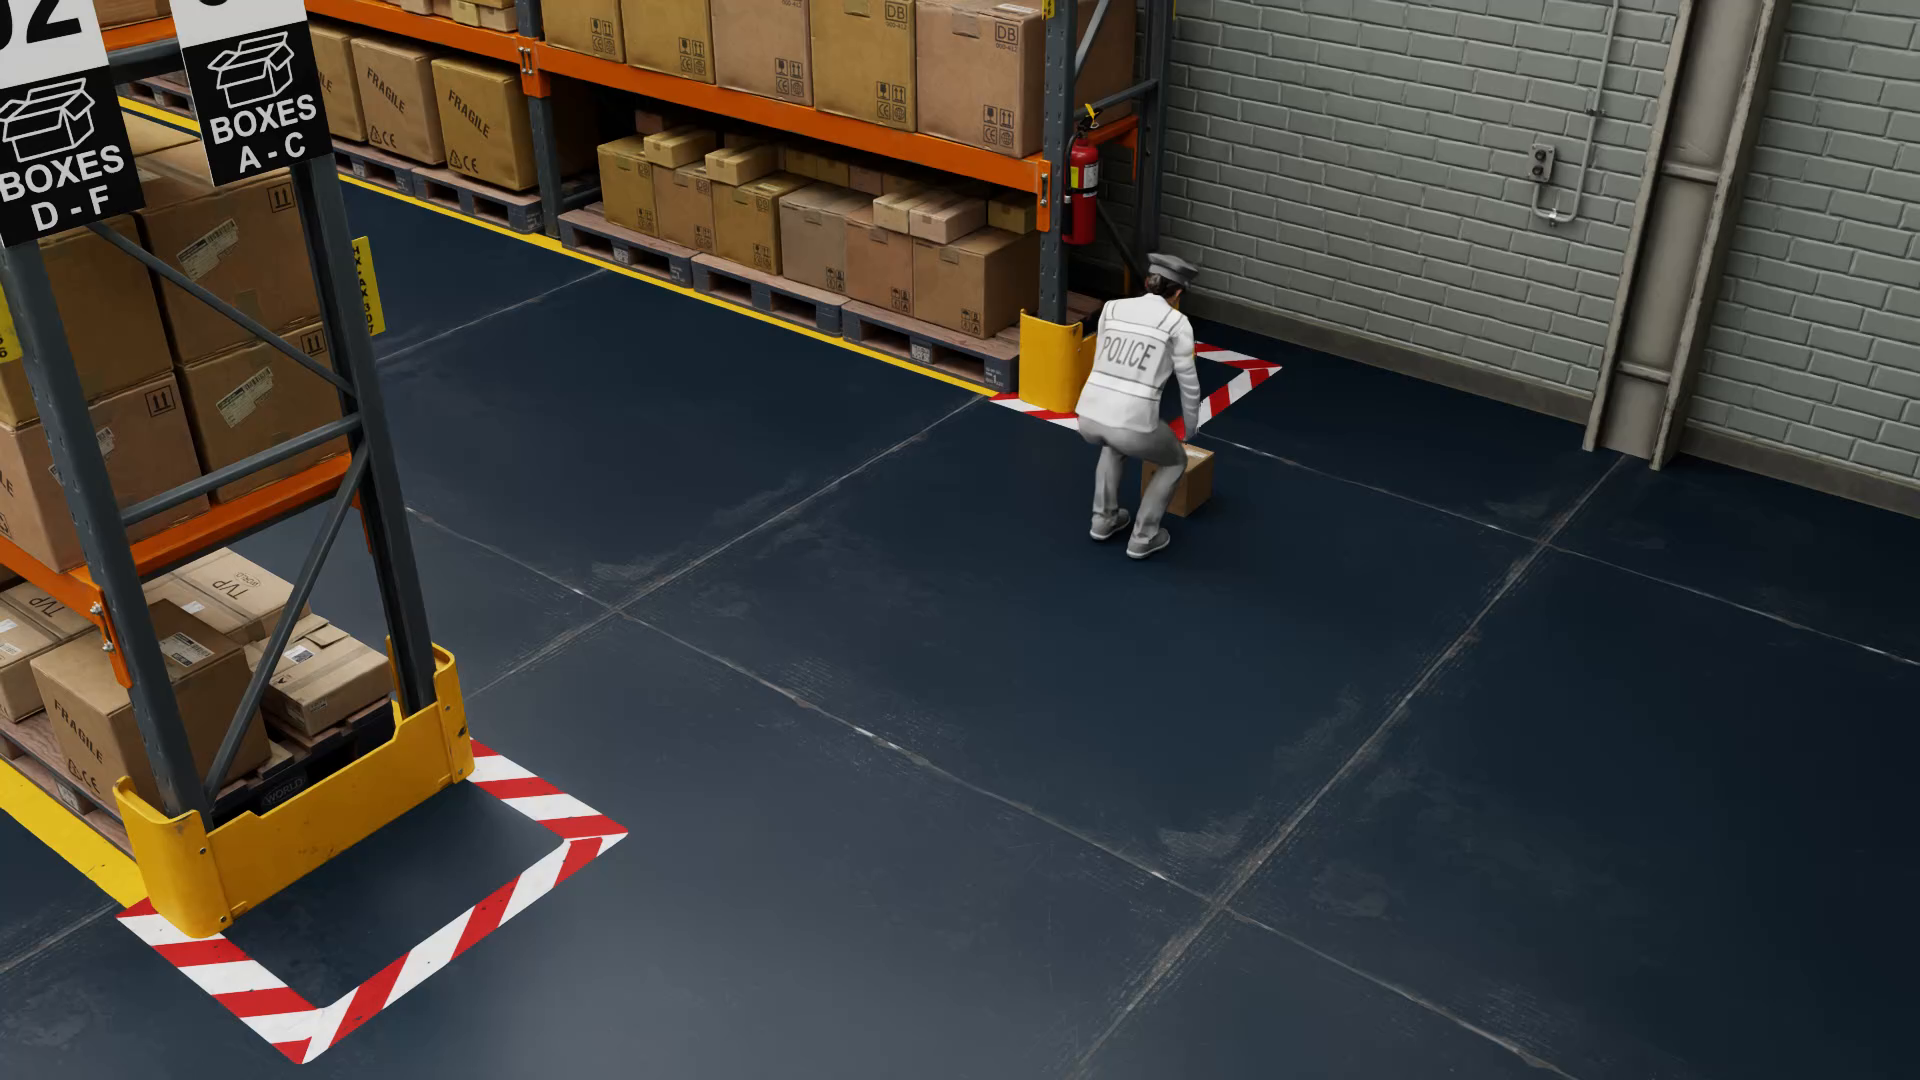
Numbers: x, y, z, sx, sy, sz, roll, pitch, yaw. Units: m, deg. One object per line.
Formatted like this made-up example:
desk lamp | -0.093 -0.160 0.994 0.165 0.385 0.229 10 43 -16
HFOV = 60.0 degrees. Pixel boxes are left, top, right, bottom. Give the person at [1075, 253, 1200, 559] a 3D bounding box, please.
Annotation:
person | 0.790 -0.601 7.471 0.534 1.320 0.739 21 37 31
